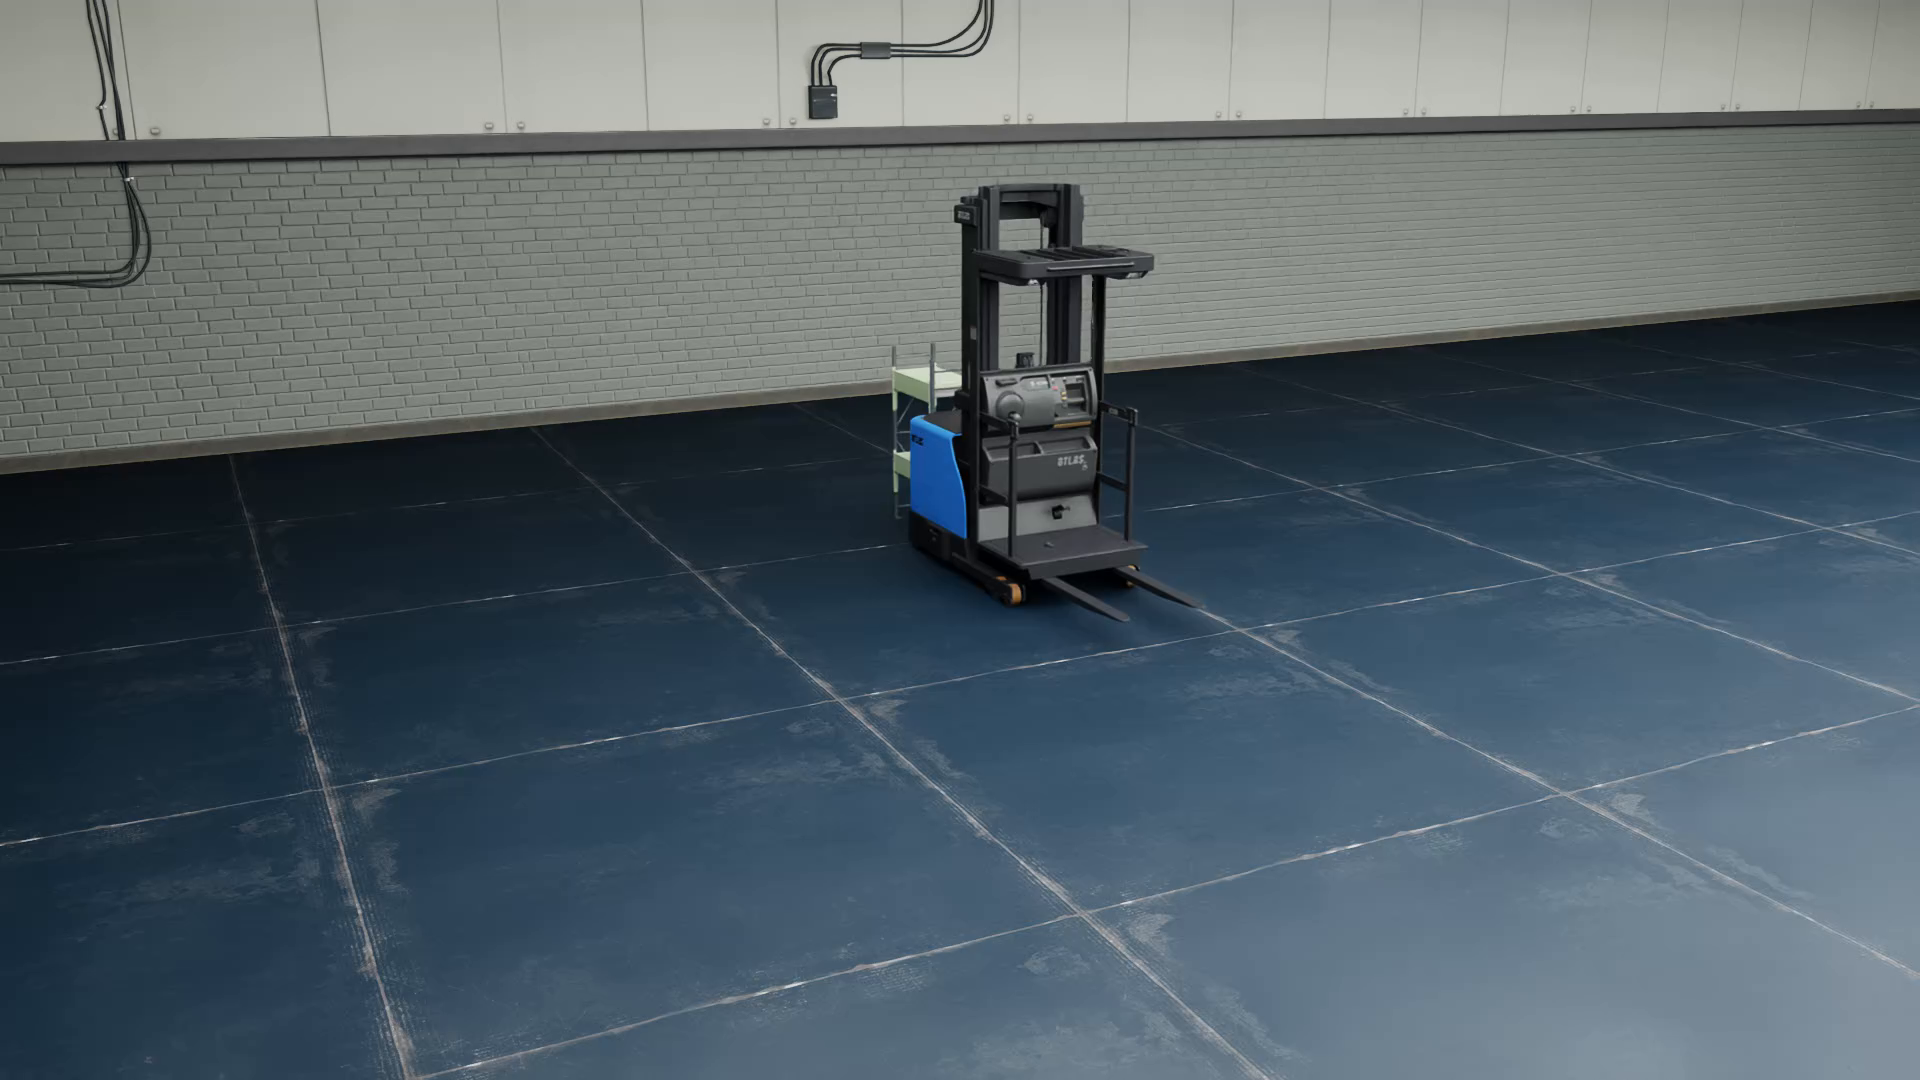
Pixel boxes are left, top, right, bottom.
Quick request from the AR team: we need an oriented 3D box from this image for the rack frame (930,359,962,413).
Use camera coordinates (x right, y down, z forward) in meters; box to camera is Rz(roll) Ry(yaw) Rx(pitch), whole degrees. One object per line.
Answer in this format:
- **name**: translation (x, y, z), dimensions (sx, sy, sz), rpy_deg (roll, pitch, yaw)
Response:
- **rack frame**: translation (-0.061, -0.753, 13.657), dimensions (0.400, 1.500, 0.023), rpy_deg (-8, 18, -26)

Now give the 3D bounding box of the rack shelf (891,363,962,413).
- **rack shelf**: translation (-0.227, -1.219, 13.863), dimensions (0.431, 0.370, 0.720), rpy_deg (-8, 18, -26)

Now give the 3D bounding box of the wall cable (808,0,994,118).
- **wall cable**: translation (-0.622, -7.728, 18.199), dimensions (2.305, 6.003, 0.169), rpy_deg (-8, 18, -25)

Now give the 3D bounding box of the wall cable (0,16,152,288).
- **wall cable**: translation (-9.163, -3.457, 15.113), dimensions (3.097, 2.526, 0.112), rpy_deg (-8, 18, -25)

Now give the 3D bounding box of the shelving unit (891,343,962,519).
- **shelving unit**: translation (-0.227, -0.844, 13.971), dimensions (0.431, 1.500, 0.755), rpy_deg (-8, 18, -26)

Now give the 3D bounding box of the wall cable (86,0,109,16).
- **wall cable**: translation (-6.731, -6.212, 15.555), dimensions (3.097, 2.526, 0.112), rpy_deg (-8, 18, -25)

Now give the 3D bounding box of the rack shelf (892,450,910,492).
- **rack shelf**: translation (-0.227, -0.530, 14.061), dimensions (0.431, 0.370, 0.720), rpy_deg (-8, 18, -26)

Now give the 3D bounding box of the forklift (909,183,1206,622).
- **forklift**: translation (0.698, -1.069, 12.163), dimensions (1.130, 2.935, 3.031), rpy_deg (-8, 18, -26)

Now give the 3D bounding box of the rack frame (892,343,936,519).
- **rack frame**: translation (-0.392, -0.934, 14.285), dimensions (0.400, 1.500, 0.023), rpy_deg (-8, 18, -26)
